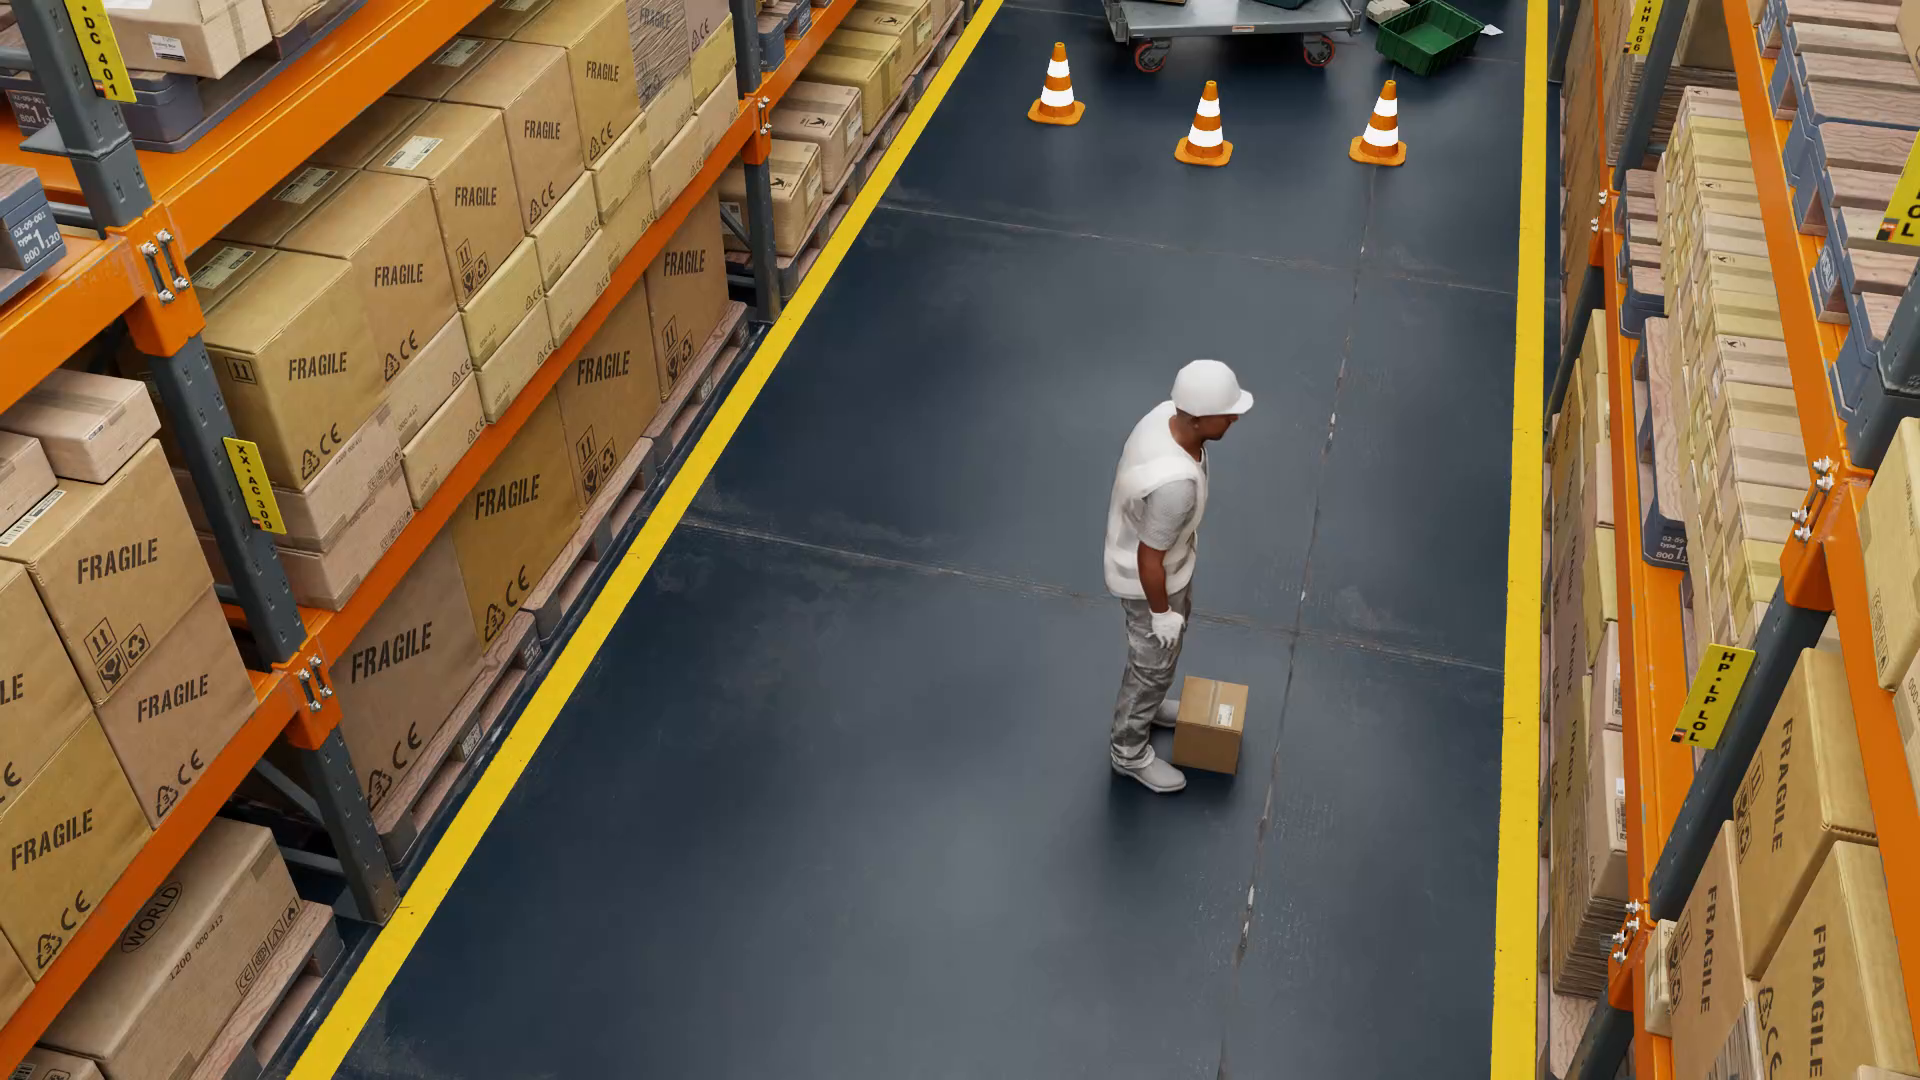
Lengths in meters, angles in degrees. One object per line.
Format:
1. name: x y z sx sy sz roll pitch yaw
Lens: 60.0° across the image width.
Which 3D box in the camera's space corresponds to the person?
1. person: 0.748 0.106 6.027 0.452 1.773 0.625 8 41 9
